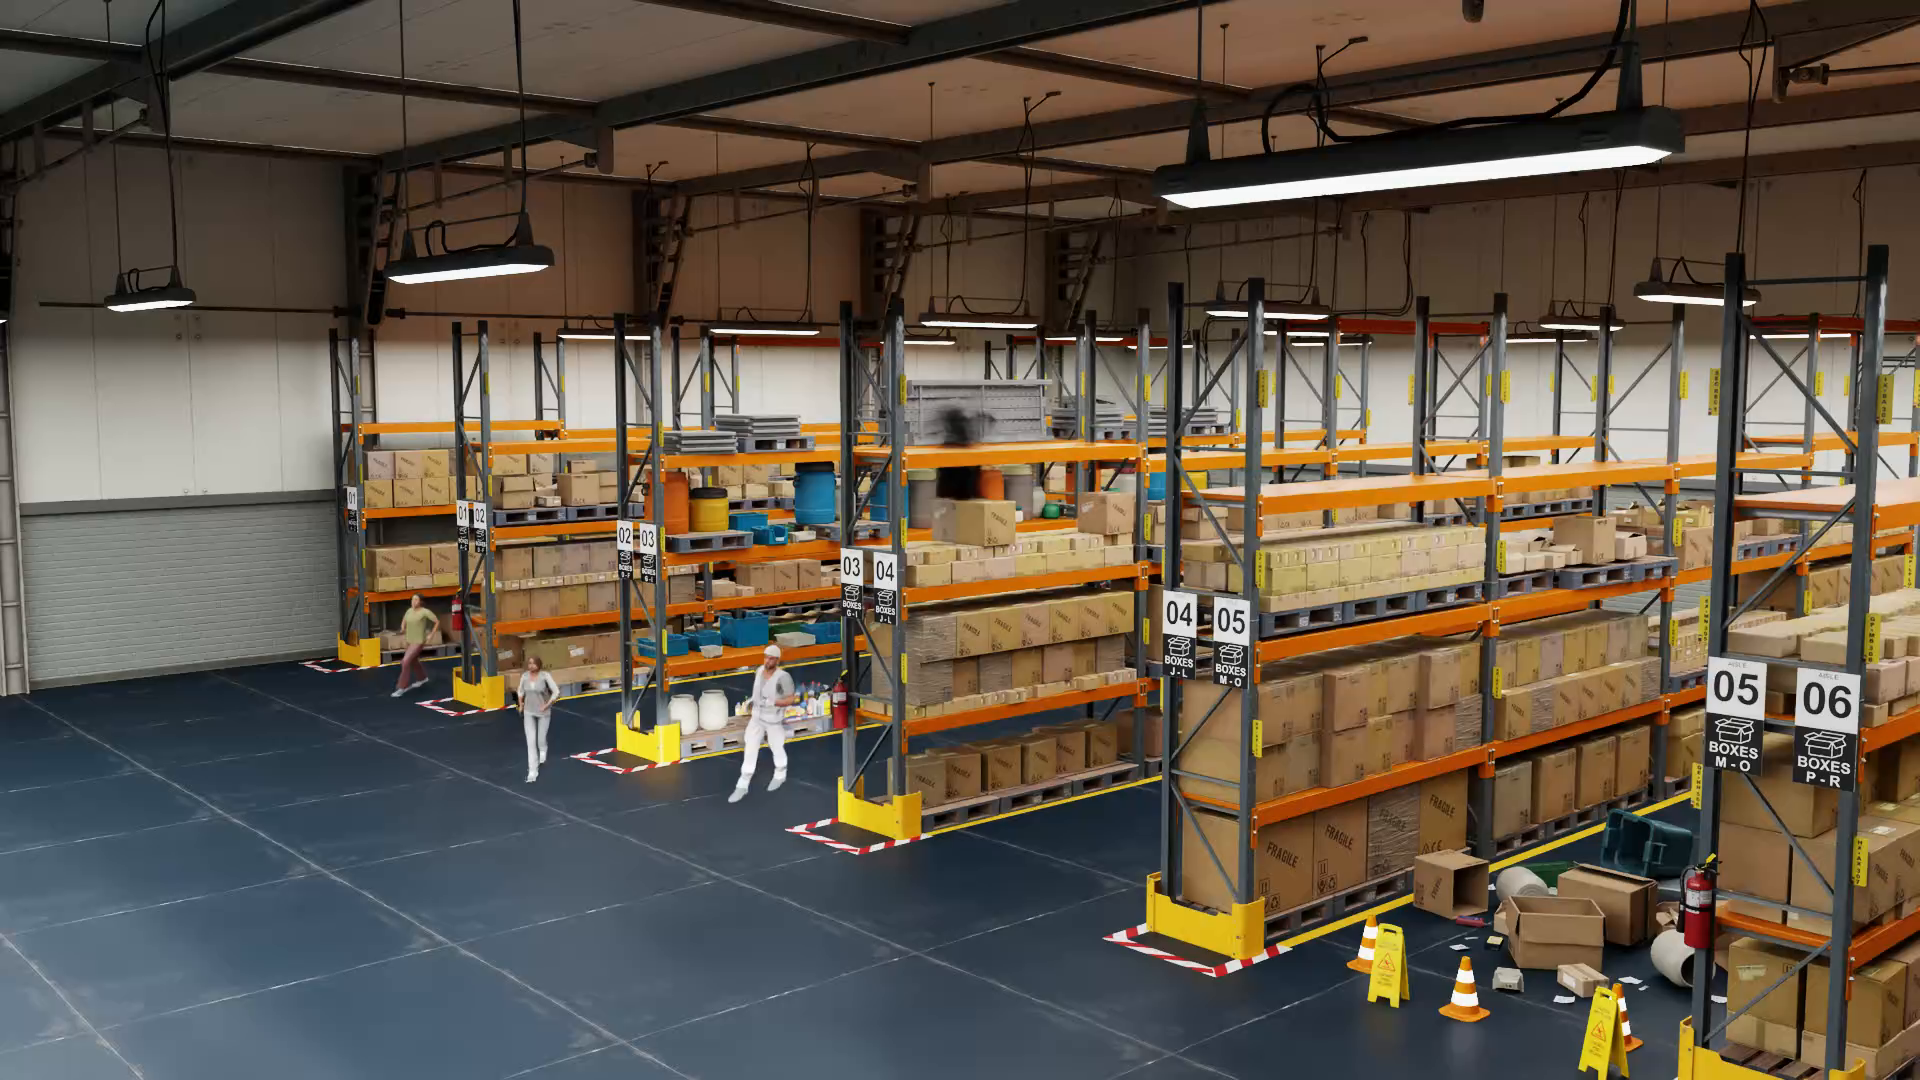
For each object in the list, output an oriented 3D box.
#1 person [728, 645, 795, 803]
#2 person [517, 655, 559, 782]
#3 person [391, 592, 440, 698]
[{"bbox_3d":[-2.198,2.098,19.277,0.687,1.803,0.876,3,6,29],"label":"person"},{"bbox_3d":[-5.439,2.255,21.471,0.551,1.604,0.770,0,6,-4],"label":"person"},{"bbox_3d":[-8.832,1.676,26.978,0.644,1.682,0.851,3,7,30],"label":"person"}]
